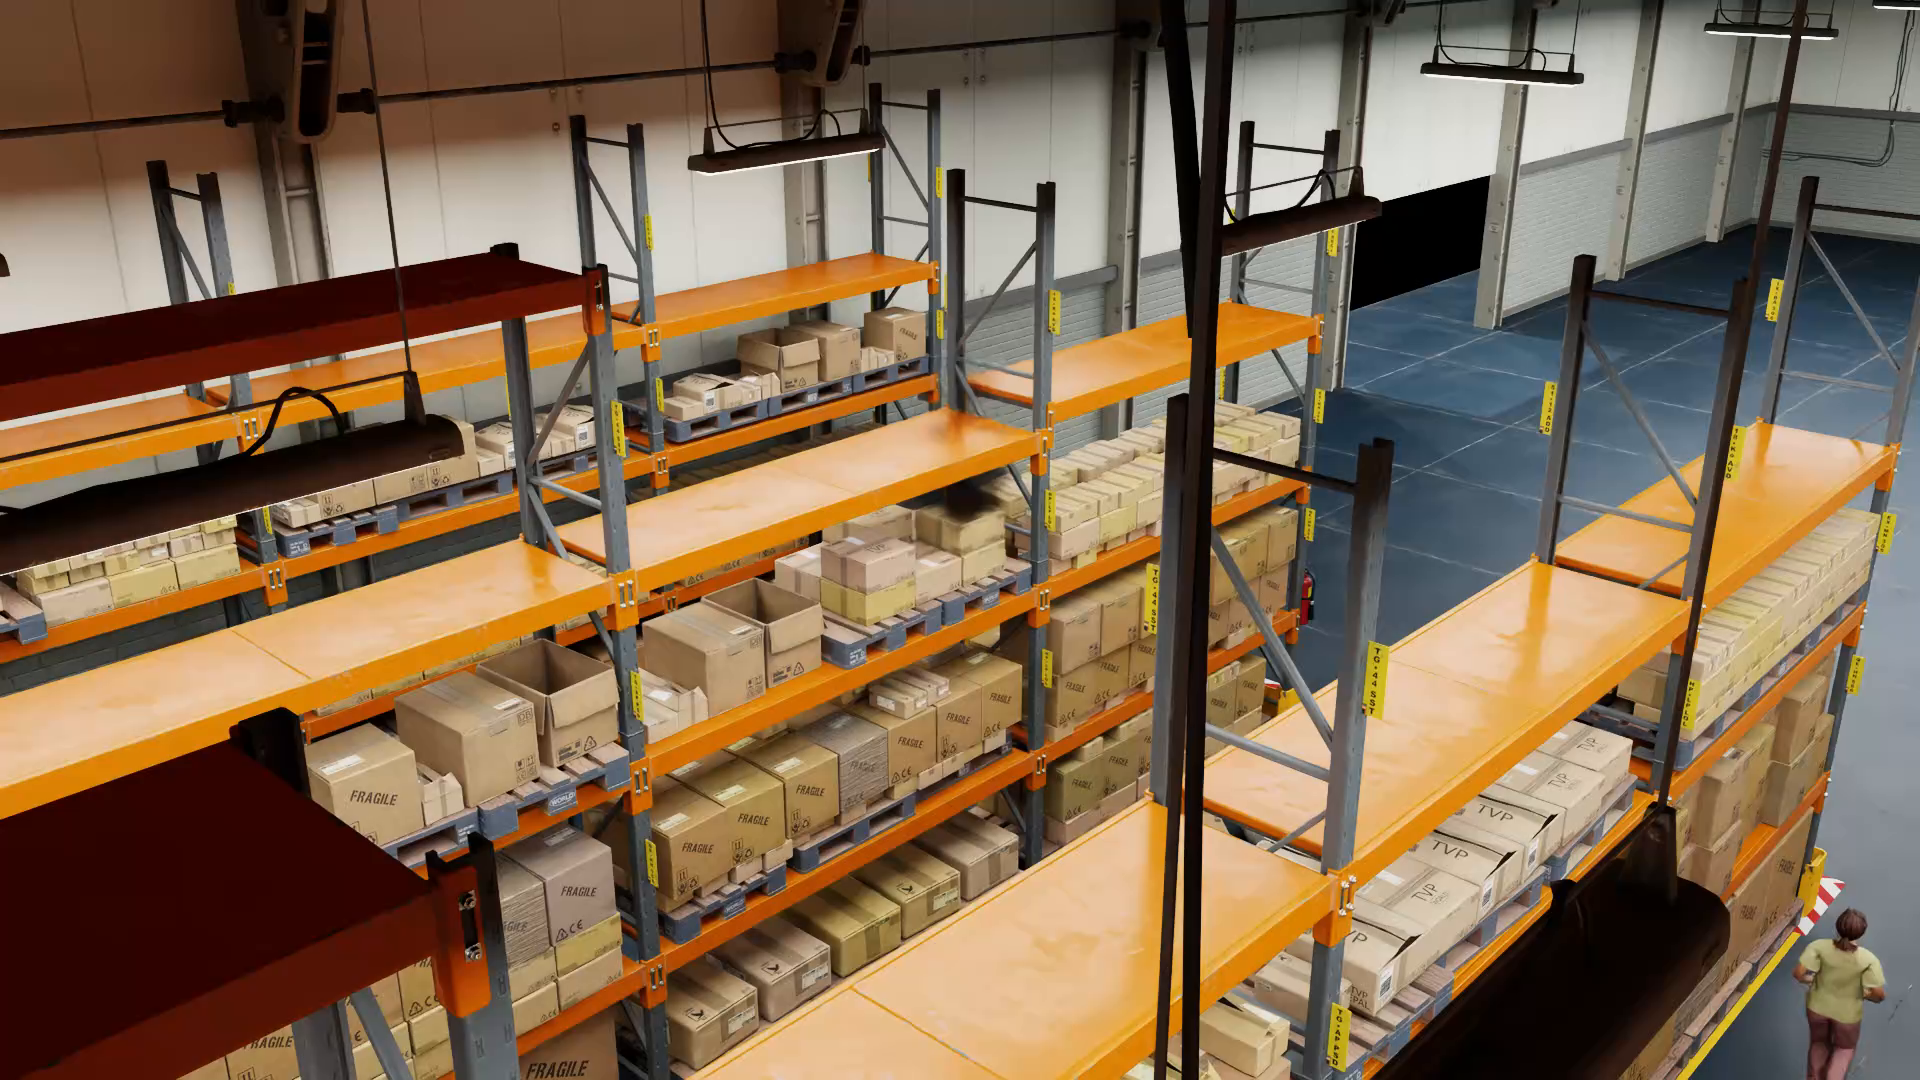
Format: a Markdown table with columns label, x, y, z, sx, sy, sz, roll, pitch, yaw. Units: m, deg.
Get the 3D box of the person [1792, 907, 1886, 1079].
| label | x | y | z | sx | sy | sz | roll | pitch | yaw |
| --- | --- | --- | --- | --- | --- | --- | --- | --- | --- |
| person | 5.975 | 3.249 | 11.397 | 0.566 | 1.624 | 0.546 | 14 | 25 | 32 |
